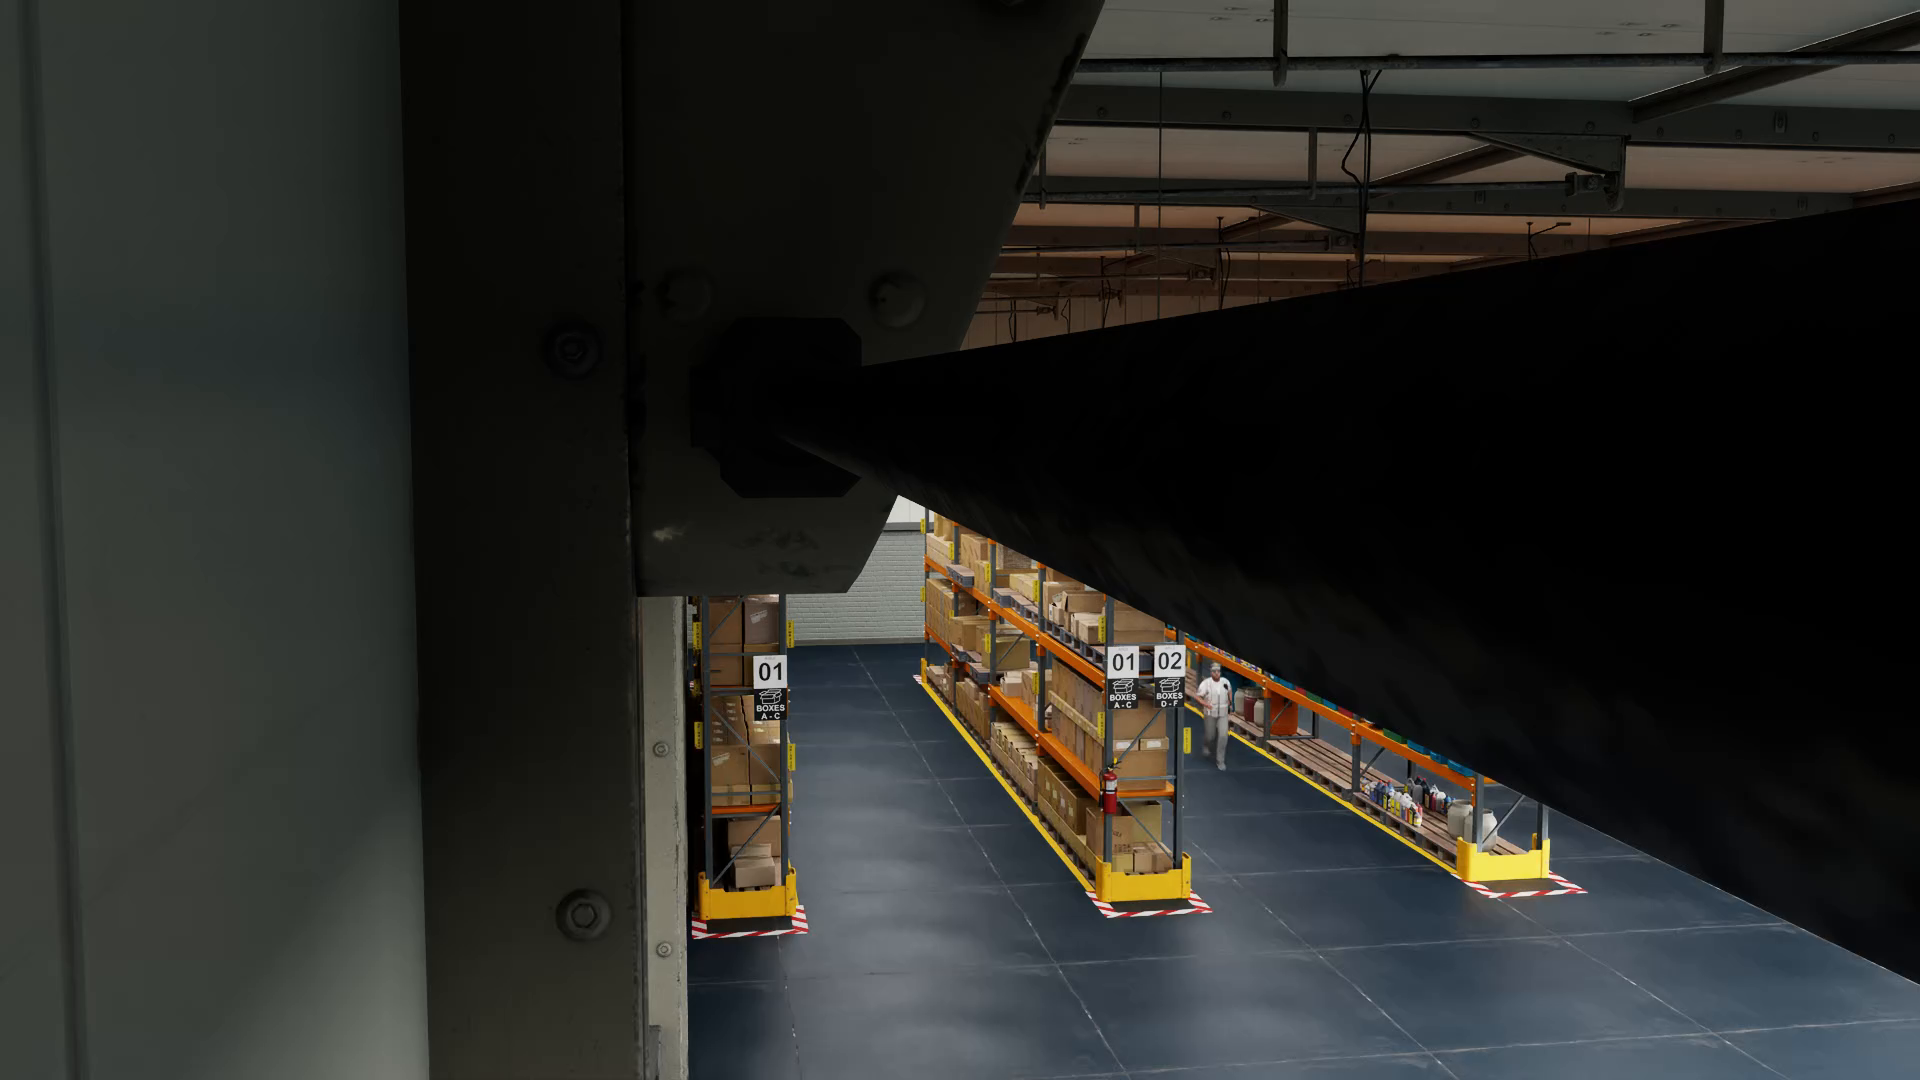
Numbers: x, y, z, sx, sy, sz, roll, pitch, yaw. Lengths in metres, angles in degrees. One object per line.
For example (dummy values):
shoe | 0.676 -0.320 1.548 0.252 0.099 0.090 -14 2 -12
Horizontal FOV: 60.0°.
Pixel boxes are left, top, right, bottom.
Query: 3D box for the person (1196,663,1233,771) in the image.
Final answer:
person | 4.353 2.967 28.321 0.675 1.788 0.957 0 5 -5
